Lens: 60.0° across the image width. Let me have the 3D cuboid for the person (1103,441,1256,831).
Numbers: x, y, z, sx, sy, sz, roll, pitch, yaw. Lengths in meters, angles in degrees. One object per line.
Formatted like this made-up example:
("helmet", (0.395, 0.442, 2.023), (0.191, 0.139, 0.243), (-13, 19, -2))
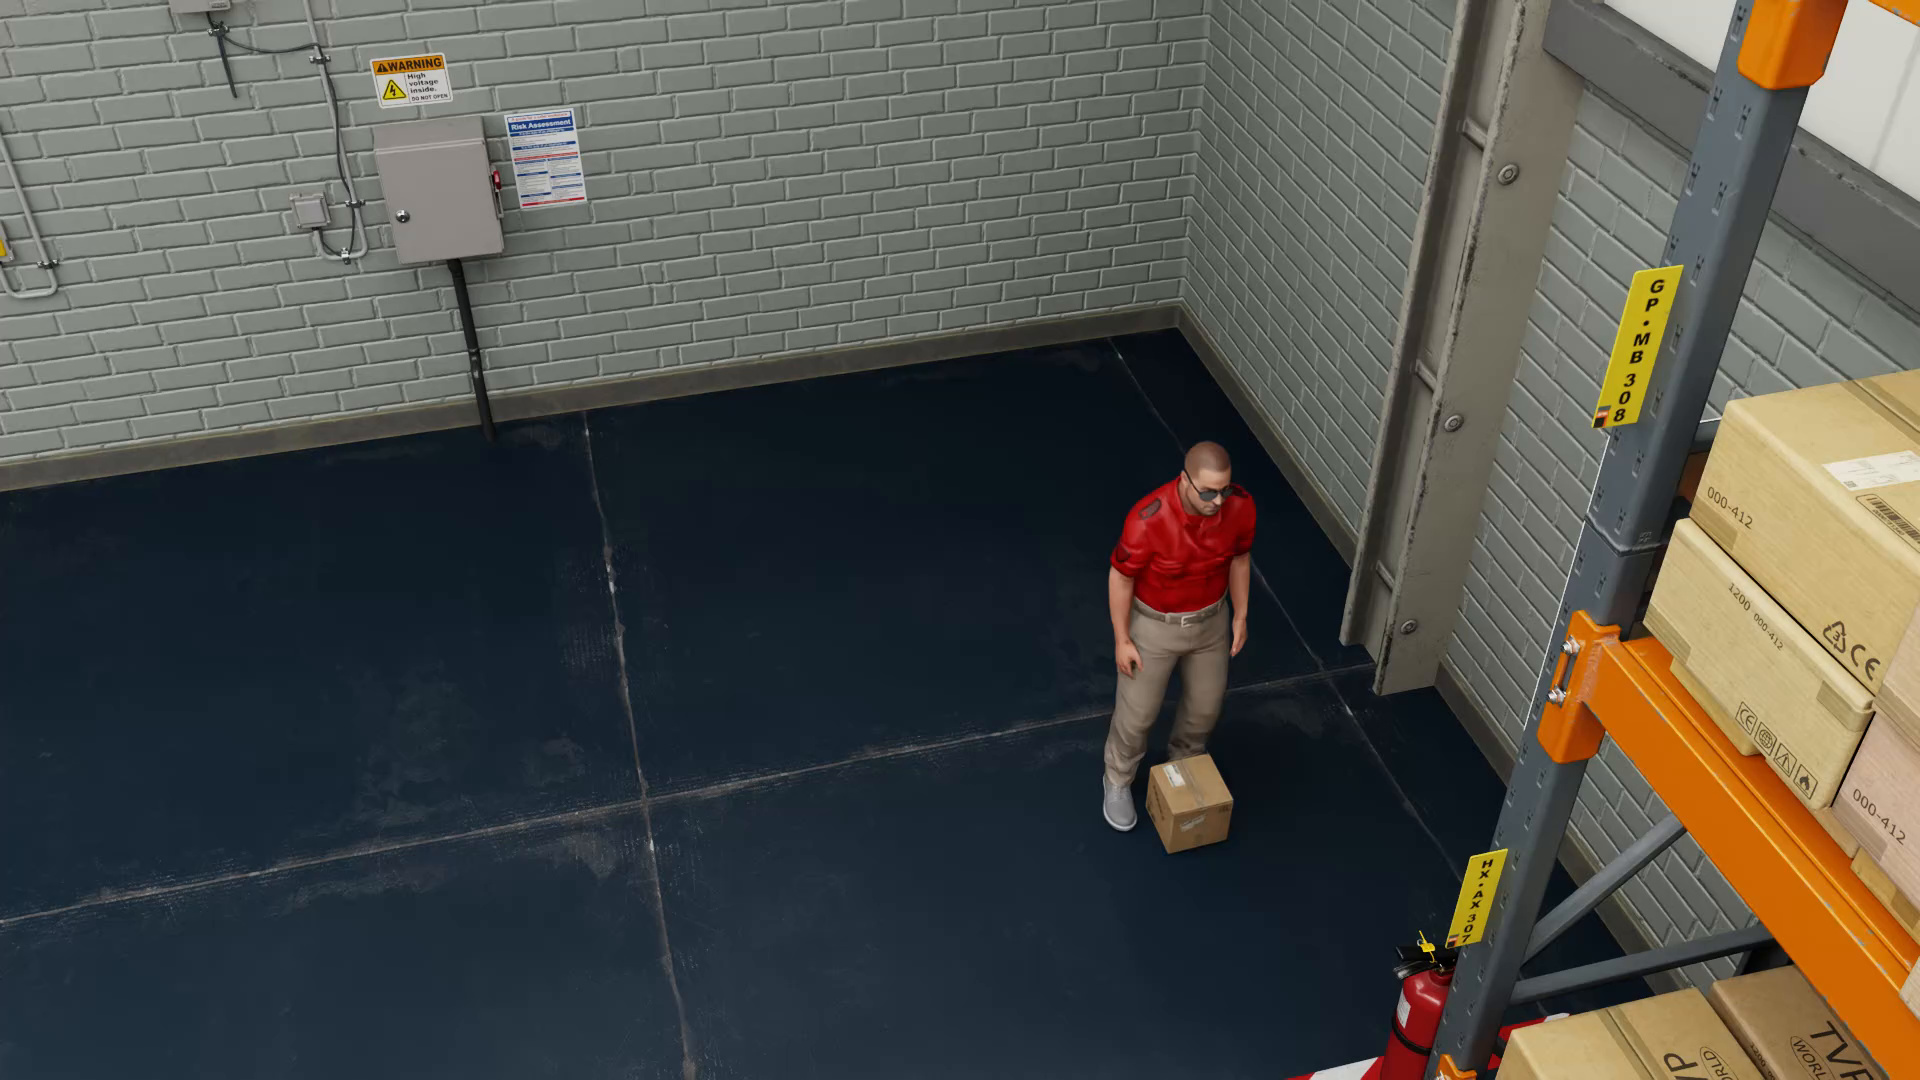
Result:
("person", (0.828, 0.334, 6.296), (0.574, 1.727, 0.390), (-11, 39, -13))
